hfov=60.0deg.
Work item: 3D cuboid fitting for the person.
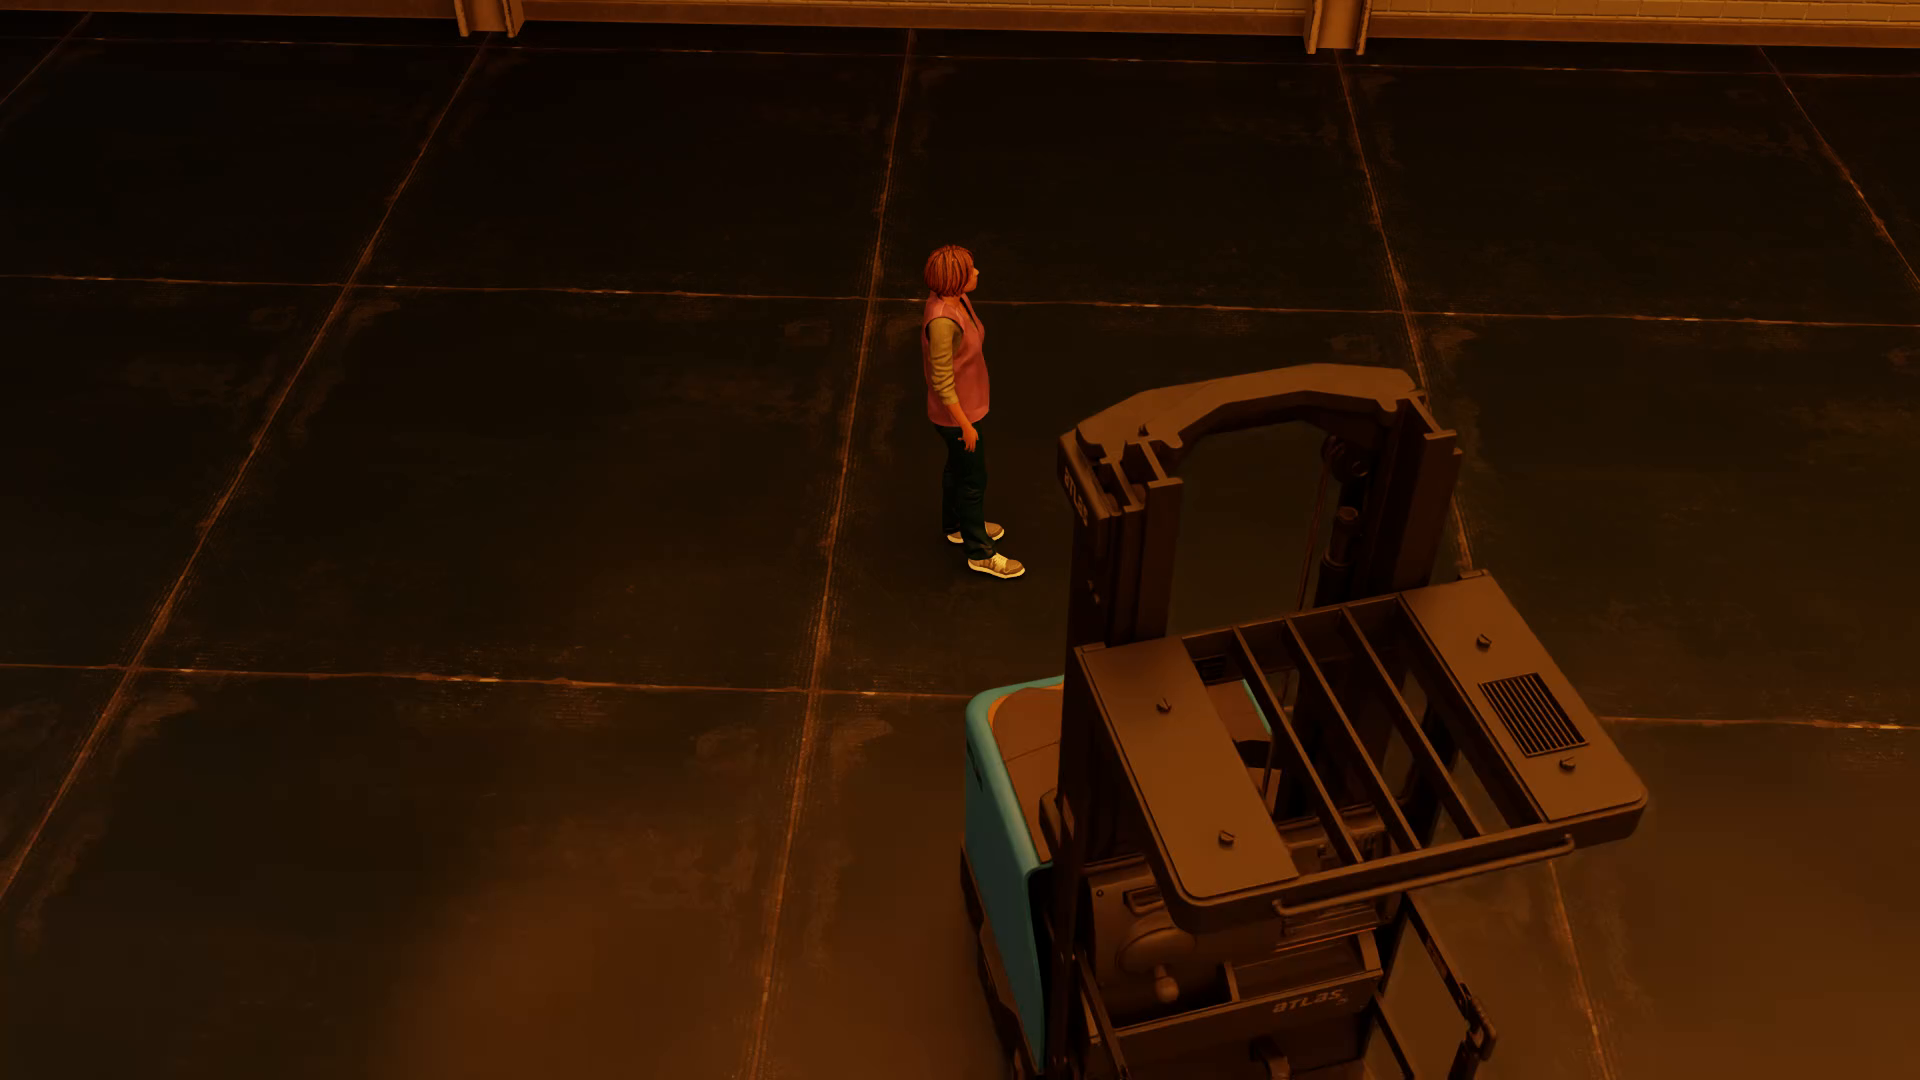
[{"bbox_3d":[0.074,-0.583,7.360,0.473,1.599,0.520,2,42,2],"label":"person"}]

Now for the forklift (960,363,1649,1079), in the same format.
[{"bbox_3d":[0.869,1.119,4.516,1.130,2.935,3.031,-10,43,-11],"label":"forklift"}]
